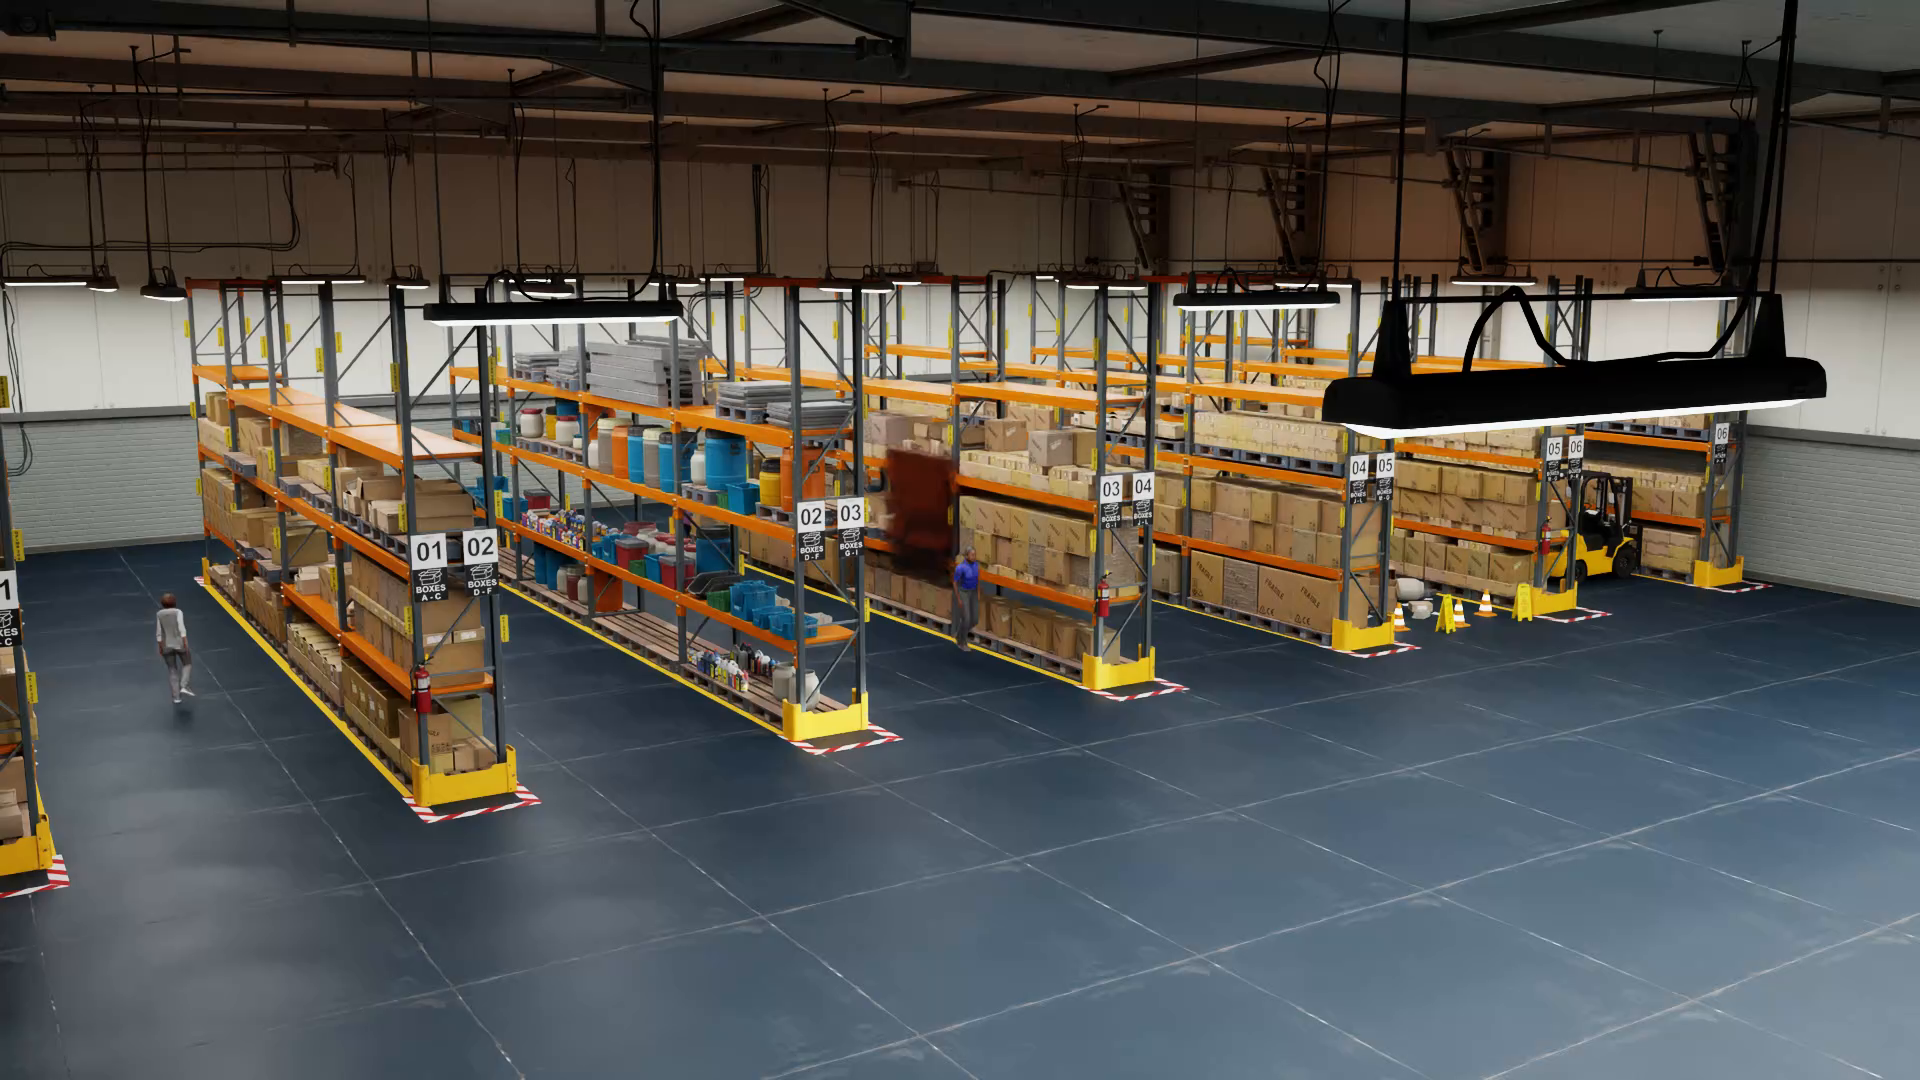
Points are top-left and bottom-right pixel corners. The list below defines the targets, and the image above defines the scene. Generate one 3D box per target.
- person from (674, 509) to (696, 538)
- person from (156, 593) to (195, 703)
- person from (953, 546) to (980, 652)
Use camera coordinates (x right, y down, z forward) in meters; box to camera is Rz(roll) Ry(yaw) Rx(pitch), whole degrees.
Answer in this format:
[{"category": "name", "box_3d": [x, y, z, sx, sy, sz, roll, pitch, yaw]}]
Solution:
[{"category": "person", "box_3d": [-5.852, -0.358, 35.350, 0.432, 1.540, 0.972, -6, 11, -32]}, {"category": "person", "box_3d": [-11.313, 1.552, 23.937, 0.455, 1.578, 0.425, -3, 10, -19]}, {"category": "person", "box_3d": [0.075, 0.927, 26.052, 0.545, 1.682, 0.512, -9, 13, -42]}]
